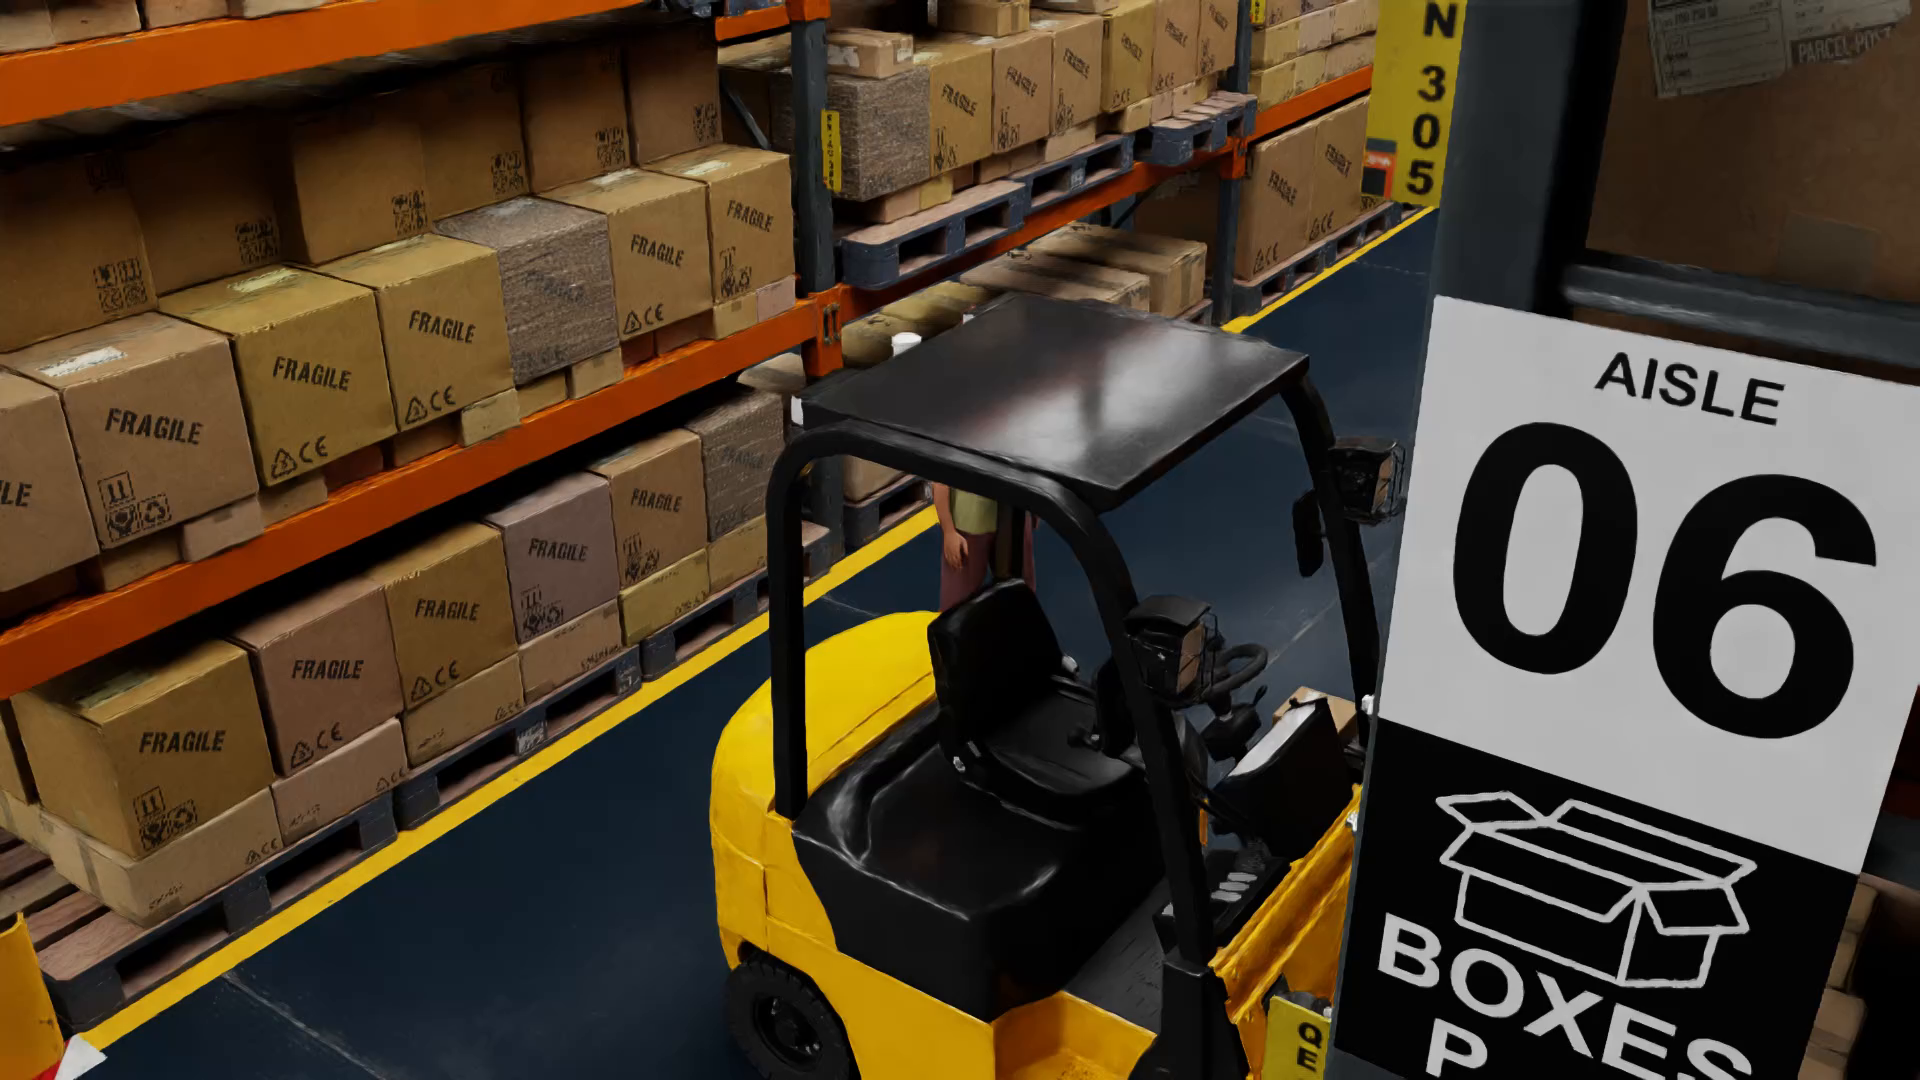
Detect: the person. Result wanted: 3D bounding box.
[{"bbox_3d":[0.098,-0.073,6.216,0.538,1.681,0.366,-19,33,-32],"label":"person"}]
